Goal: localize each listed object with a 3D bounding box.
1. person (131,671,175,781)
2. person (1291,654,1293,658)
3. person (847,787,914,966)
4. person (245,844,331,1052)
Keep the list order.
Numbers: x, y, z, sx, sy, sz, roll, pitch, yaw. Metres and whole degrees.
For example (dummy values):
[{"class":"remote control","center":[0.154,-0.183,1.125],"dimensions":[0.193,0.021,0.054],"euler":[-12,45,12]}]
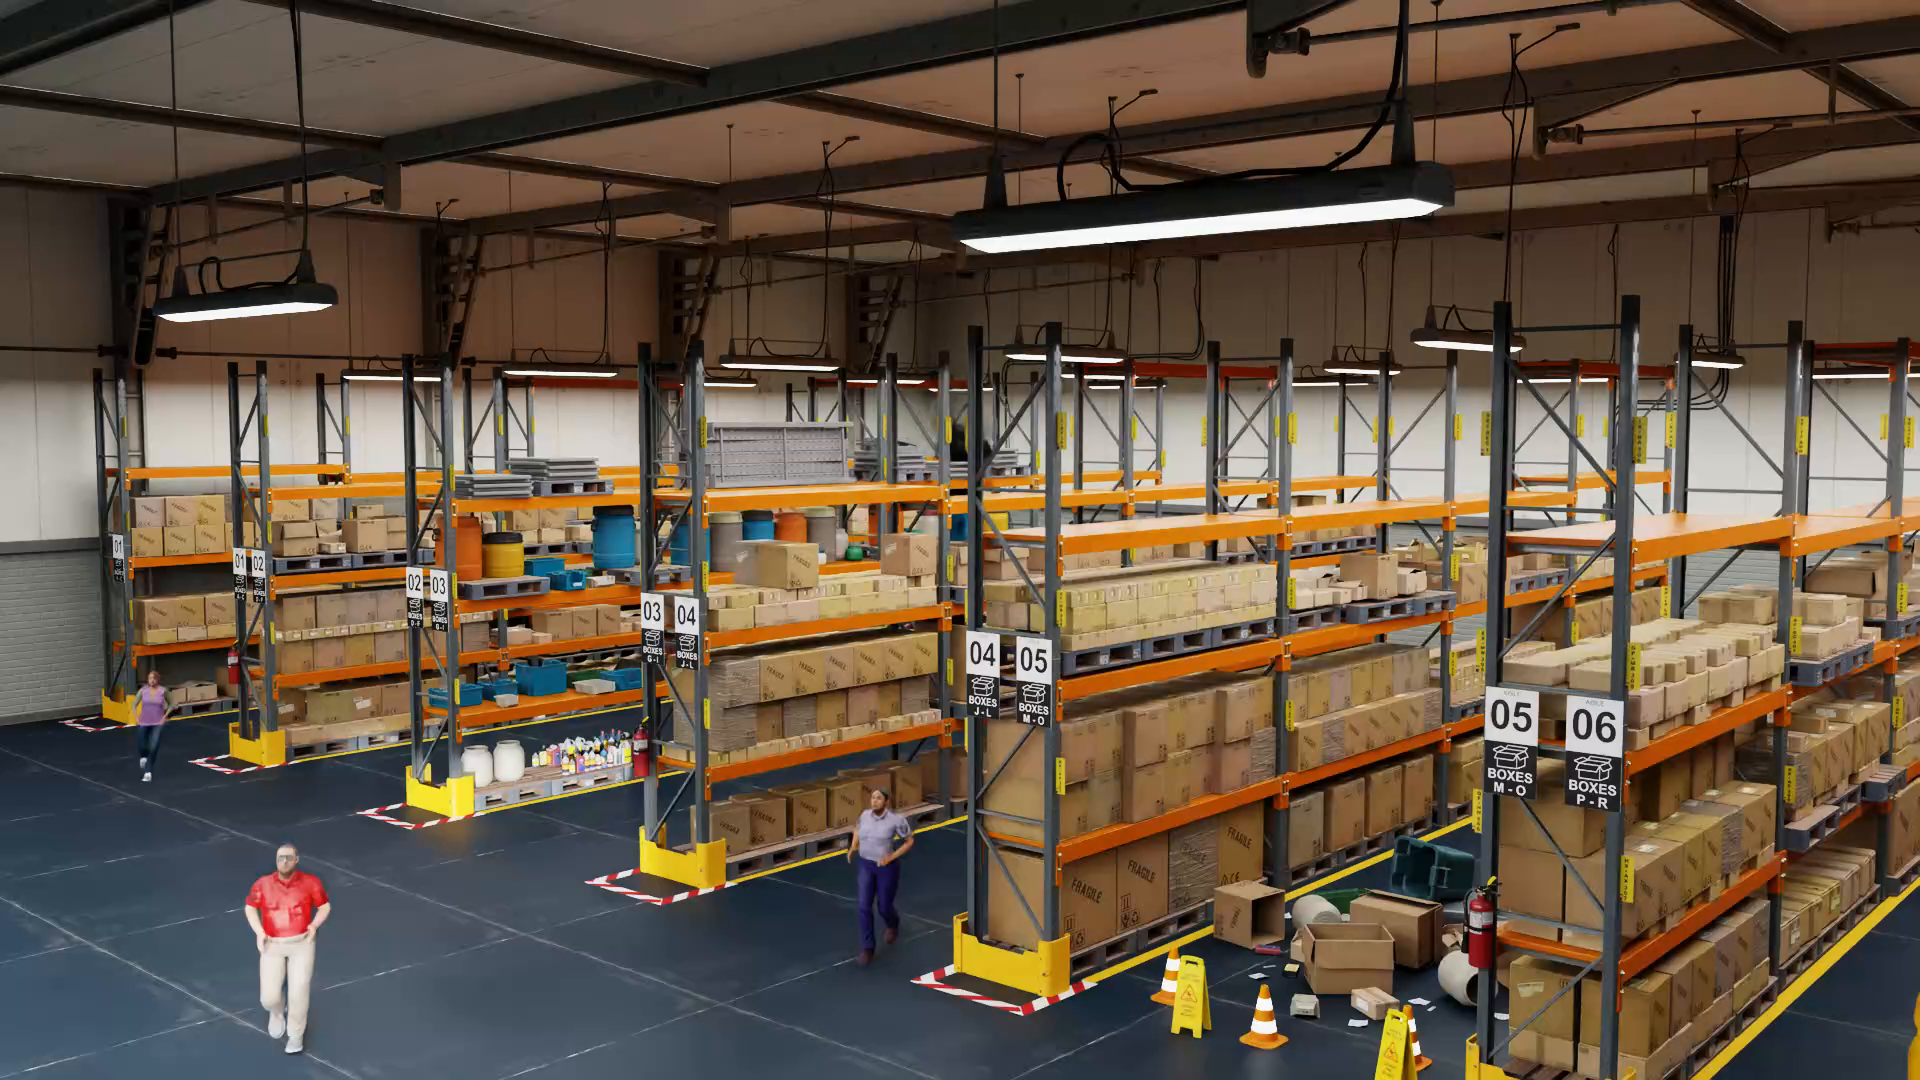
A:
[{"class":"person","center":[-11.577,2.649,23.875],"dimensions":[0.567,1.547,0.568],"euler":[-2,5,-21]},{"class":"person","center":[4.782,2.499,24.871],"dimensions":[0.591,1.730,0.661],"euler":[3,5,38]},{"class":"person","center":[-0.778,3.199,15.944],"dimensions":[0.656,1.671,0.679],"euler":[2,5,22]},{"class":"person","center":[-5.487,3.328,13.580],"dimensions":[0.658,1.669,0.619],"euler":[-1,4,-18]}]
